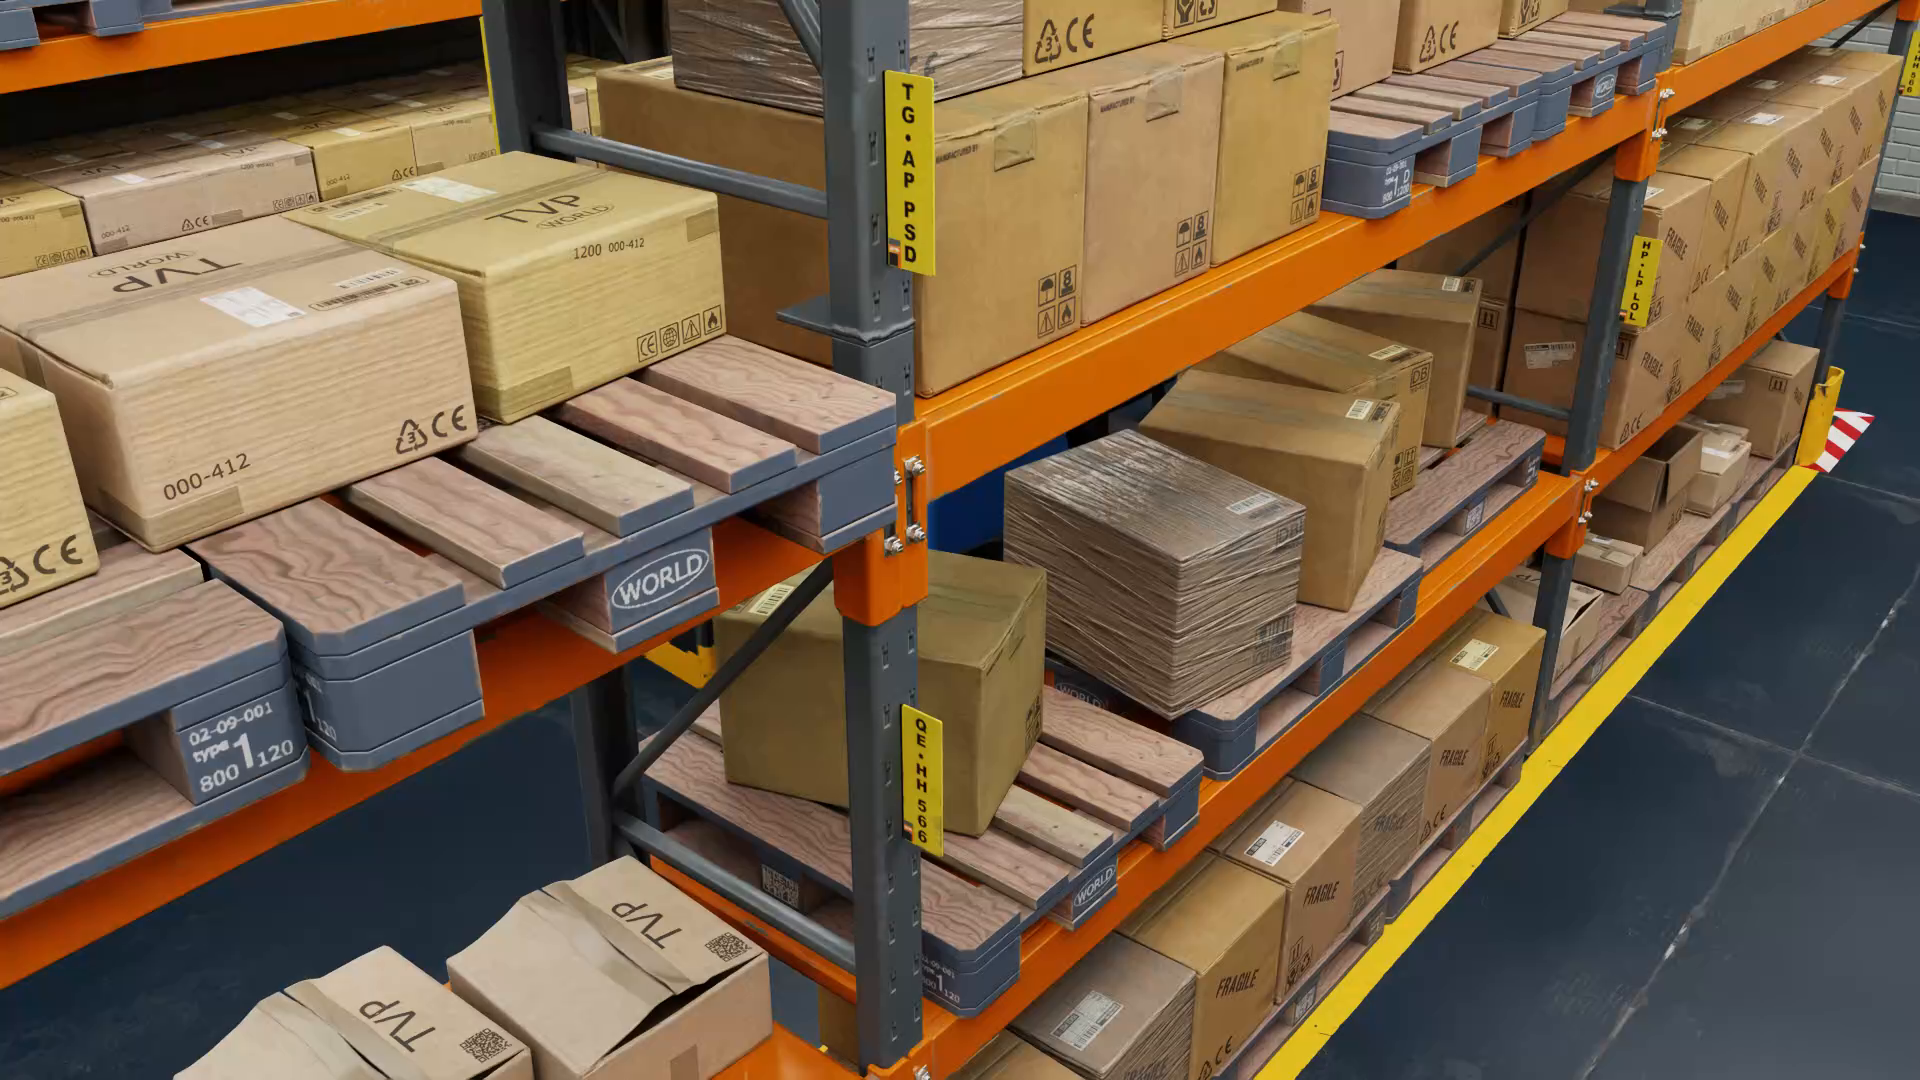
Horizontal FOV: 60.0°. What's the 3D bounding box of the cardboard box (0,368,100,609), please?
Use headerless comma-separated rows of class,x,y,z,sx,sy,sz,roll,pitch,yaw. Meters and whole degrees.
cardboard box,-1.442,-0.051,2.026,0.500,0.250,0.500,20,33,33

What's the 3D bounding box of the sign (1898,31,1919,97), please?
sign,5.000,-2.489,8.692,0.100,0.325,0.005,21,34,34

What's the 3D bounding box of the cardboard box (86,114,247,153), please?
cardboard box,-3.580,-1.732,7.563,0.500,0.250,0.500,20,33,33

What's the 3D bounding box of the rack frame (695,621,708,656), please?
rack frame,-1.303,-0.065,7.244,0.500,1.500,0.032,24,36,38

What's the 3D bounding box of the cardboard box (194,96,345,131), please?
cardboard box,-3.256,-1.913,7.912,0.500,0.250,0.500,20,33,33

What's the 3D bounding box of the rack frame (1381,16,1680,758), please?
rack frame,2.040,-0.585,6.616,1.000,3.000,0.127,21,34,34

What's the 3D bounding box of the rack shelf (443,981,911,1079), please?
rack shelf,-1.776,1.862,2.670,1.077,0.370,4.000,21,34,34

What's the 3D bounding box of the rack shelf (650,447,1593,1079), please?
rack shelf,0.768,0.444,5.411,1.077,0.370,4.000,21,34,34

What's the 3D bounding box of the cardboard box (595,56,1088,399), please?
cardboard box,-0.253,-0.708,3.481,0.910,0.500,0.500,21,34,34

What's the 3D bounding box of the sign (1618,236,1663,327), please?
sign,2.470,-0.938,6.039,0.100,0.325,0.005,21,34,34

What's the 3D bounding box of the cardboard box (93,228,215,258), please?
cardboard box,-3.482,-1.079,7.117,0.500,0.500,0.500,22,35,36

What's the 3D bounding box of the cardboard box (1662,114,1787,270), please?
cardboard box,3.212,-1.524,7.234,0.500,0.500,0.500,20,33,33

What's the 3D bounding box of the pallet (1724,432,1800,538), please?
pallet,4.030,-0.455,9.400,1.003,0.211,1.213,21,34,34

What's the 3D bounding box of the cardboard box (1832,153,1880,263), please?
cardboard box,4.509,-1.809,8.874,0.500,0.500,0.500,22,35,36

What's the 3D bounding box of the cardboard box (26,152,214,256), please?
cardboard box,-3.500,-1.408,6.937,0.500,0.250,0.500,20,34,34

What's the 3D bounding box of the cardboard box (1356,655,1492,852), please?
cardboard box,1.626,0.761,6.255,0.500,0.500,0.500,21,34,35

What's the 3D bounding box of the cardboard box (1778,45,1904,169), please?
cardboard box,4.513,-2.254,8.645,0.500,0.500,0.500,20,34,34

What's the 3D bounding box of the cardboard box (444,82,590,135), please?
cardboard box,-2.217,-2.131,8.335,0.500,0.250,0.500,22,34,35

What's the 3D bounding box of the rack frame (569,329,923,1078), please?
rack frame,-0.504,0.833,3.875,1.000,3.000,0.127,21,34,34

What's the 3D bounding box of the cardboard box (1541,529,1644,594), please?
cardboard box,3.016,0.083,7.930,0.380,0.166,0.250,21,34,34

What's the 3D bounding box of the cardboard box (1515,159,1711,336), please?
cardboard box,2.557,-1.158,6.528,0.500,0.500,0.500,22,34,36

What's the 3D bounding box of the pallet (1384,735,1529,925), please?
pallet,1.552,0.953,6.678,1.003,0.211,1.213,21,34,34

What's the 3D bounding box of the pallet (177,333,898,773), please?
pallet,-0.867,-0.149,2.714,1.213,0.211,1.003,23,35,37

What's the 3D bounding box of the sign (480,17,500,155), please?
sign,-0.922,-0.888,3.375,0.100,0.325,0.005,21,34,34

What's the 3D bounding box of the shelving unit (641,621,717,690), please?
shelving unit,-0.944,-0.237,7.575,0.587,1.500,1.083,24,36,38

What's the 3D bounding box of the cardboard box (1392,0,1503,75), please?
cardboard box,1.255,-1.792,5.010,0.600,0.600,0.600,20,34,34

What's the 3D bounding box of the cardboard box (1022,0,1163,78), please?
cardboard box,0.102,-1.321,3.578,0.500,0.500,0.500,21,34,34

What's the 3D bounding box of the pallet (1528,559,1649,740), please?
pallet,2.478,0.410,7.727,1.003,0.211,1.213,21,34,34

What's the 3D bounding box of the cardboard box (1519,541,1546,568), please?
cardboard box,2.661,-0.137,8.198,0.500,0.311,0.500,21,34,34

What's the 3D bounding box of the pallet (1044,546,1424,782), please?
pallet,0.729,0.228,5.255,1.003,0.211,1.213,21,34,34

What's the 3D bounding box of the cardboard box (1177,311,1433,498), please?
cardboard box,1.178,-0.451,5.792,0.500,0.500,0.700,-22,35,-36

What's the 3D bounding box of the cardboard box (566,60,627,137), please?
cardboard box,-1.885,-2.310,8.680,0.500,0.250,0.500,22,34,36

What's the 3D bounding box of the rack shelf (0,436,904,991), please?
rack shelf,-1.776,0.529,1.980,1.077,0.370,4.000,21,34,34

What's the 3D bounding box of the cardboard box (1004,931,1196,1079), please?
cardboard box,0.334,1.483,4.861,0.500,0.500,0.500,19,33,33

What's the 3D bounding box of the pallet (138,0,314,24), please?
pallet,-3.251,-2.503,7.265,1.003,0.211,1.213,23,35,37

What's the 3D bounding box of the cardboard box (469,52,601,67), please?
cardboard box,-2.278,-2.463,8.976,0.500,0.250,0.500,22,35,36

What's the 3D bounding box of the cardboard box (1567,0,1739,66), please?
cardboard box,2.540,-1.951,6.155,0.500,0.250,0.500,21,34,34

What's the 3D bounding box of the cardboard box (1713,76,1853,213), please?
cardboard box,3.866,-1.889,7.940,0.500,0.500,0.500,22,34,36

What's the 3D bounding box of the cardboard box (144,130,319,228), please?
cardboard box,-3.185,-1.587,7.282,0.500,0.250,0.500,21,34,35

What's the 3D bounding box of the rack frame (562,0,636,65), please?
rack frame,-1.785,-2.032,9.412,1.000,3.000,0.127,21,34,34

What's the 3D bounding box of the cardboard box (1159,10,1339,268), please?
cardboard box,0.402,-1.073,4.187,0.910,0.500,0.500,21,34,34

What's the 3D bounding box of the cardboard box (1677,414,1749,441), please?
cardboard box,4.101,-0.558,9.169,0.380,0.166,0.250,21,34,34

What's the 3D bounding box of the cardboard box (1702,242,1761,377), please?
cardboard box,3.218,-1.090,7.483,0.500,0.500,0.500,21,34,34

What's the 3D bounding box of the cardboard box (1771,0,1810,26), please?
cardboard box,3.180,-2.304,6.837,0.500,0.250,0.500,21,34,34

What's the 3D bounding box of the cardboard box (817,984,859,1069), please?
cardboard box,-0.091,1.348,5.122,0.500,0.500,0.500,22,35,36

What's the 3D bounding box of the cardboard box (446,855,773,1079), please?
cardboard box,-0.769,0.989,3.671,0.500,0.311,0.500,23,35,37

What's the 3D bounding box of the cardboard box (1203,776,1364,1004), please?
cardboard box,0.985,1.120,5.562,0.500,0.500,0.500,19,33,33

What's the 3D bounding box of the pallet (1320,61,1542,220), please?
pallet,0.914,-1.255,4.851,1.213,0.211,1.003,21,34,34

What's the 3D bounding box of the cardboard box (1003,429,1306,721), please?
cardboard box,0.538,0.078,4.770,0.500,0.500,0.700,-21,34,-34

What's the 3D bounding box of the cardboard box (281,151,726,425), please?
cardboard box,-0.749,-0.442,2.781,0.500,0.250,0.500,18,32,31

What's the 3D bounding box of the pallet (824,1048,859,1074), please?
pallet,0.000,1.818,5.006,1.003,0.211,1.213,21,34,34

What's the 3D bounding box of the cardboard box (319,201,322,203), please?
cardboard box,-2.841,-1.442,7.818,0.500,0.500,0.500,22,34,36

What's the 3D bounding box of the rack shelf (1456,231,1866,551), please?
rack shelf,3.312,-0.975,8.152,1.077,0.370,4.000,21,34,34

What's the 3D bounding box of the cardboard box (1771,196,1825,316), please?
cardboard box,3.861,-1.449,8.178,0.500,0.500,0.500,21,34,35

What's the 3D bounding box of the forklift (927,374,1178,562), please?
forklift,0.506,-1.543,8.543,1.130,2.935,3.031,24,36,38

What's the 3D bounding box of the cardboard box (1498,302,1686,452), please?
cardboard box,2.574,-0.731,6.789,0.500,0.500,0.500,22,34,36

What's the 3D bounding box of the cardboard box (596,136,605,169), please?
cardboard box,-1.884,-1.980,8.858,0.500,0.500,0.500,20,33,34
